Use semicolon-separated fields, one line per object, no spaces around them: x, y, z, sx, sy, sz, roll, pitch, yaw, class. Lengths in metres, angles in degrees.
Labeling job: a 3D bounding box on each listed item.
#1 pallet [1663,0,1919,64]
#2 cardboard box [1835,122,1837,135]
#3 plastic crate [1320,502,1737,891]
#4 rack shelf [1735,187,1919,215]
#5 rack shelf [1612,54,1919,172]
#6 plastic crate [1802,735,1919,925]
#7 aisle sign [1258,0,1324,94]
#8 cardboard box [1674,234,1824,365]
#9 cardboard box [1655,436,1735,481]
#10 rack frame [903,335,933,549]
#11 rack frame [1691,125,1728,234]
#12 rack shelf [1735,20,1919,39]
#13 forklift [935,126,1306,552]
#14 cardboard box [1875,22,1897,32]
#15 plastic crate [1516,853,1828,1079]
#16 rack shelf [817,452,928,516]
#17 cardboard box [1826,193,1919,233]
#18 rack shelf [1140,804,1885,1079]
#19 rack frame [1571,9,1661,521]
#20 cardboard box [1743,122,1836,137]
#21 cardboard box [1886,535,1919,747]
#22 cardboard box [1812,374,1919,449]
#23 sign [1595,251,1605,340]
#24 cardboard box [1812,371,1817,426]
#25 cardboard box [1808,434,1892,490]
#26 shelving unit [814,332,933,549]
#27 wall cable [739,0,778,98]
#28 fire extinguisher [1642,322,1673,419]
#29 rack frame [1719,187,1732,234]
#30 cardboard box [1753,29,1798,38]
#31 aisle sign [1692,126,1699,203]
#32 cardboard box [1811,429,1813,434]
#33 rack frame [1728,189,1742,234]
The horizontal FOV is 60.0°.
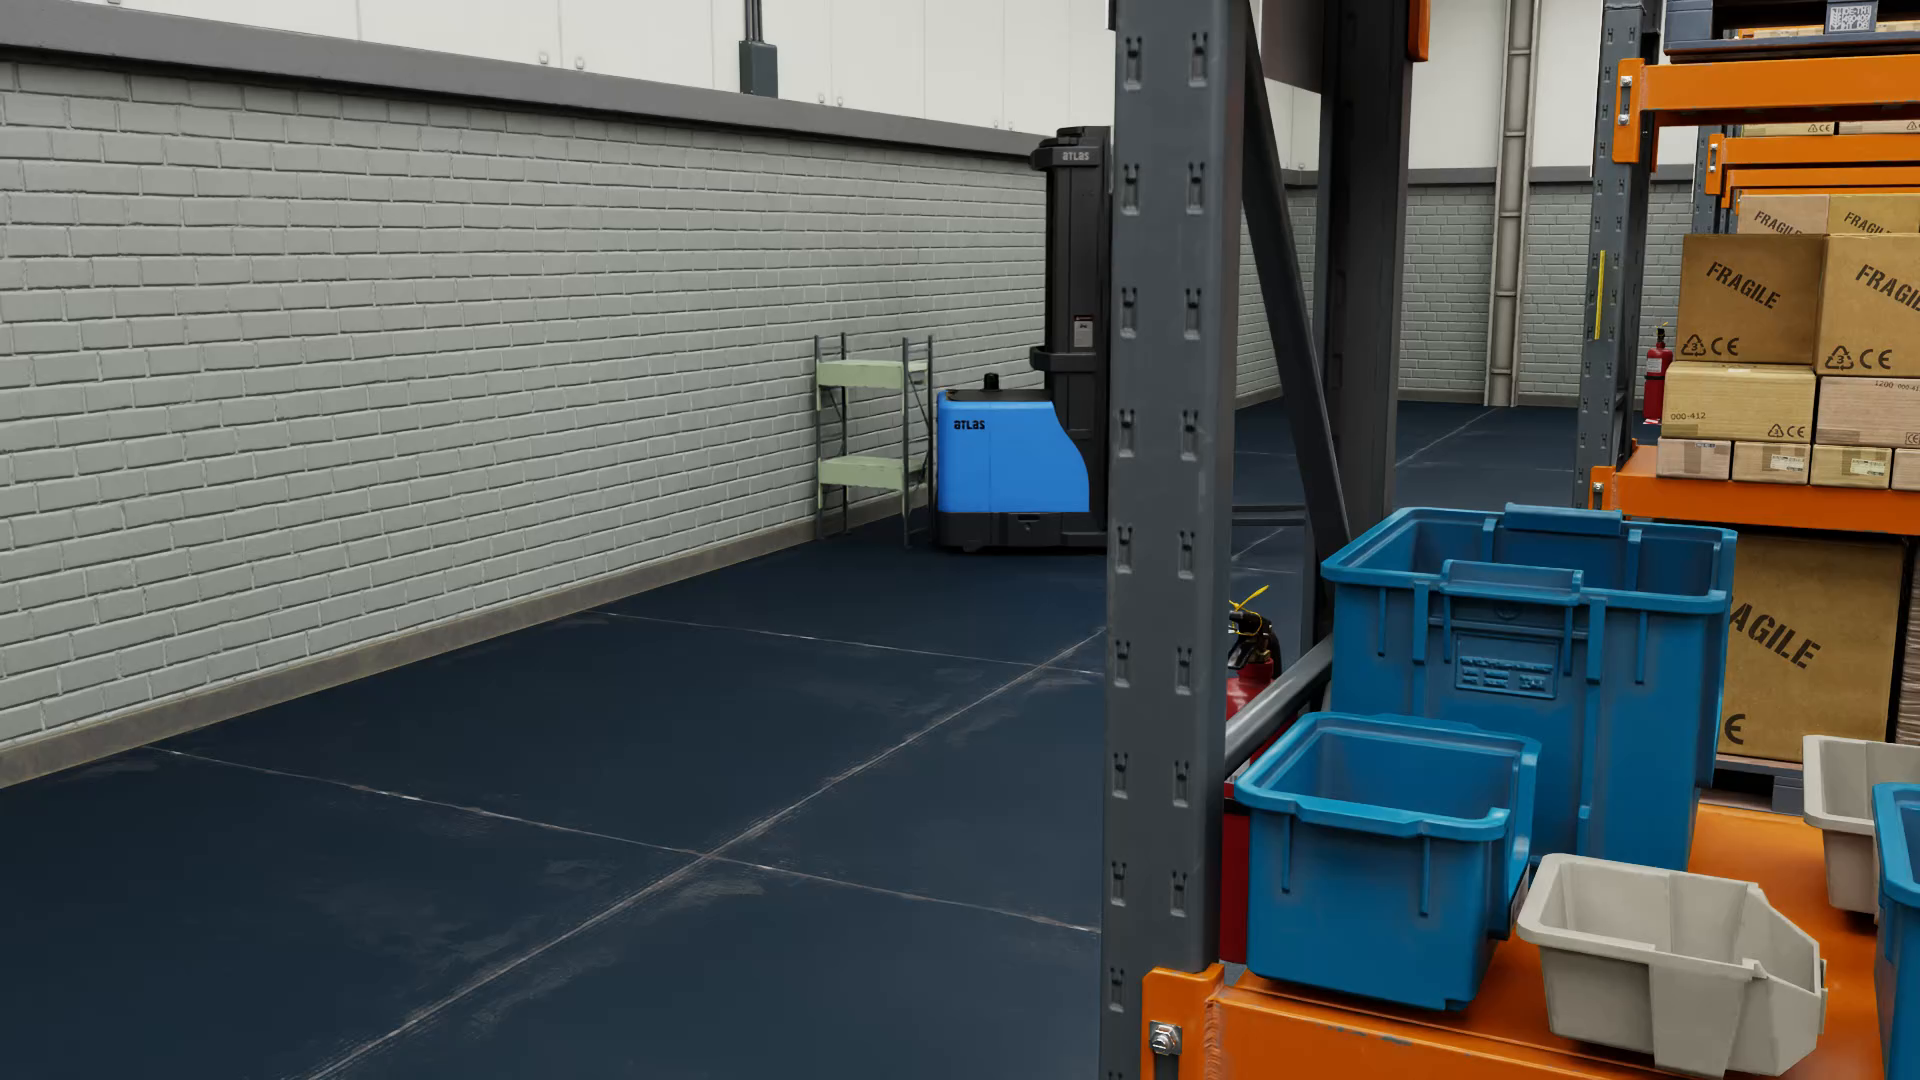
3.305;-1.911;6.194;1.213;0.211;1.003;5;11;26;pallet
5.446;-2.728;10.881;0.500;0.250;0.500;5;11;25;cardboard box
0.827;0.205;2.407;0.499;0.435;0.616;5;11;26;plastic crate
11.007;-3.876;18.820;4.000;0.370;1.077;5;11;26;rack shelf
4.429;-1.500;5.693;4.000;0.370;1.077;5;11;26;rack shelf
1.255;0.391;2.219;0.243;0.136;0.396;5;11;26;plastic crate
0.509;-1.076;2.455;0.004;0.787;0.394;5;11;26;aisle sign
3.189;-0.981;6.707;0.500;0.500;0.500;5;11;27;cardboard box
2.808;-0.331;6.344;0.250;0.149;0.380;5;11;26;cardboard box
-0.299;-0.707;11.924;0.023;1.500;0.400;5;12;27;rack frame
4.921;-1.320;11.100;0.127;3.000;1.000;5;11;26;rack frame
8.814;-4.362;14.207;4.000;0.370;1.077;5;11;26;rack shelf
1.340;-1.426;11.879;3.031;2.935;1.130;0;10;-1;forklift
5.542;-3.046;10.115;0.250;0.149;0.380;5;11;26;cardboard box
0.771;0.466;1.804;0.298;0.136;0.250;5;11;26;plastic crate
-0.623;-0.416;12.150;0.720;0.370;0.431;5;12;27;rack shelf
5.661;-1.891;10.332;0.500;0.500;0.500;5;12;27;cardboard box
2.238;0.767;1.589;4.000;0.370;1.077;5;11;26;rack shelf
2.636;-0.536;6.767;0.127;3.000;1.000;5;11;26;rack frame
5.210;-2.646;10.425;0.500;0.250;0.500;5;12;28;cardboard box
4.061;0.413;6.314;0.875;0.875;0.875;5;11;26;cardboard box
3.416;-0.487;6.086;0.500;0.250;0.500;5;11;25;cardboard box
2.385;-0.912;6.196;0.005;0.325;0.100;5;11;26;sign
3.642;-0.572;6.556;0.500;0.250;0.500;5;11;25;cardboard box
3.268;-0.291;6.122;0.250;0.149;0.380;5;11;24;cardboard box
-0.623;-0.737;12.092;0.755;1.500;0.431;5;12;27;shelving unit
-0.910;-6.067;11.450;0.120;5.999;2.277;5;11;26;wall cable
4.899;-1.192;11.657;0.183;0.674;0.296;5;11;26;fire extinguisher
7.020;-2.118;15.512;0.127;3.000;1.000;5;11;26;rack frame
5.111;-3.102;10.424;0.250;0.149;0.380;5;11;25;cardboard box
4.723;-2.557;10.635;0.004;0.787;0.394;5;11;26;aisle sign
3.560;-0.396;6.702;0.250;0.149;0.380;5;11;26;cardboard box
9.213;-2.911;19.894;0.127;3.000;1.000;5;11;26;rack frame
